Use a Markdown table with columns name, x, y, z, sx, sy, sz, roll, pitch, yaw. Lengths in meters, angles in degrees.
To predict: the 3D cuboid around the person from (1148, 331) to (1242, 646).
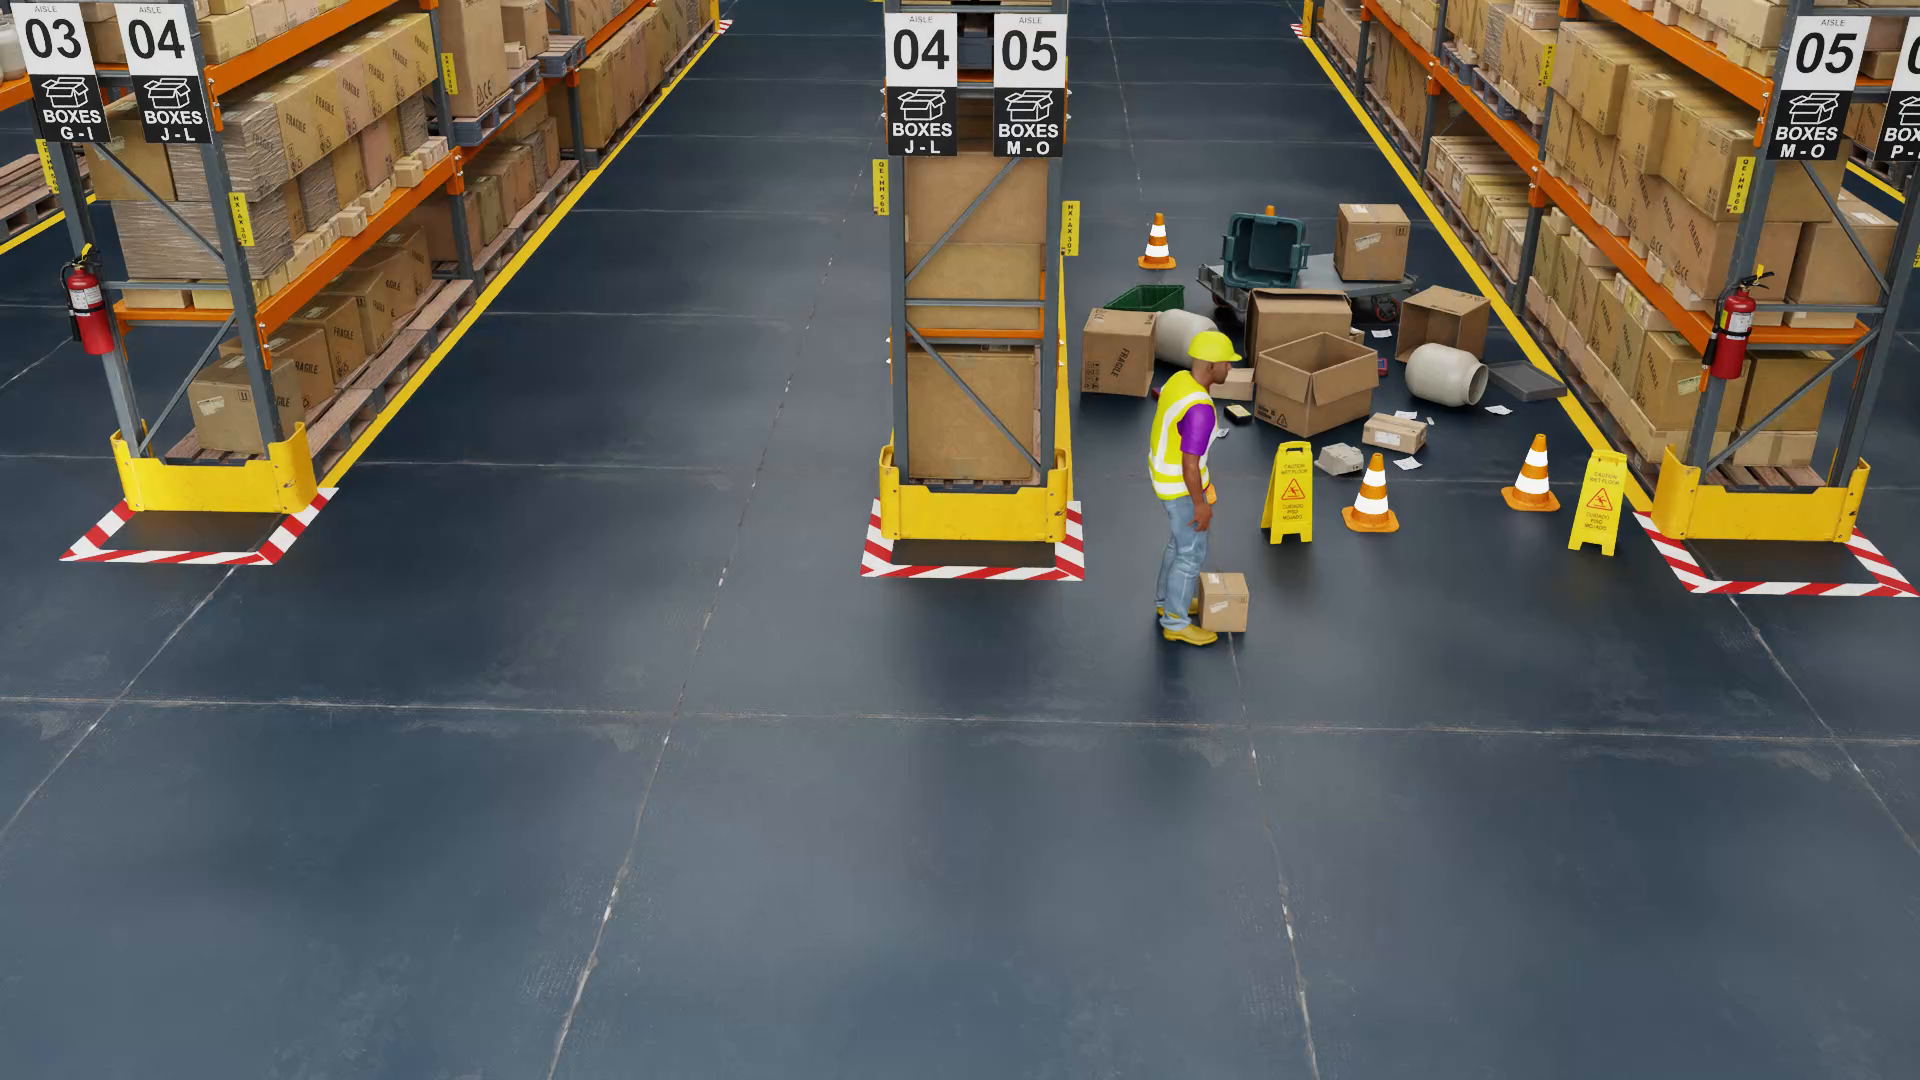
| name | x | y | z | sx | sy | sz | roll | pitch | yaw |
| --- | --- | --- | --- | --- | --- | --- | --- | --- | --- |
| person | 1.275 | -0.309 | 9.194 | 0.461 | 1.755 | 0.627 | -1 | 28 | -1 |
